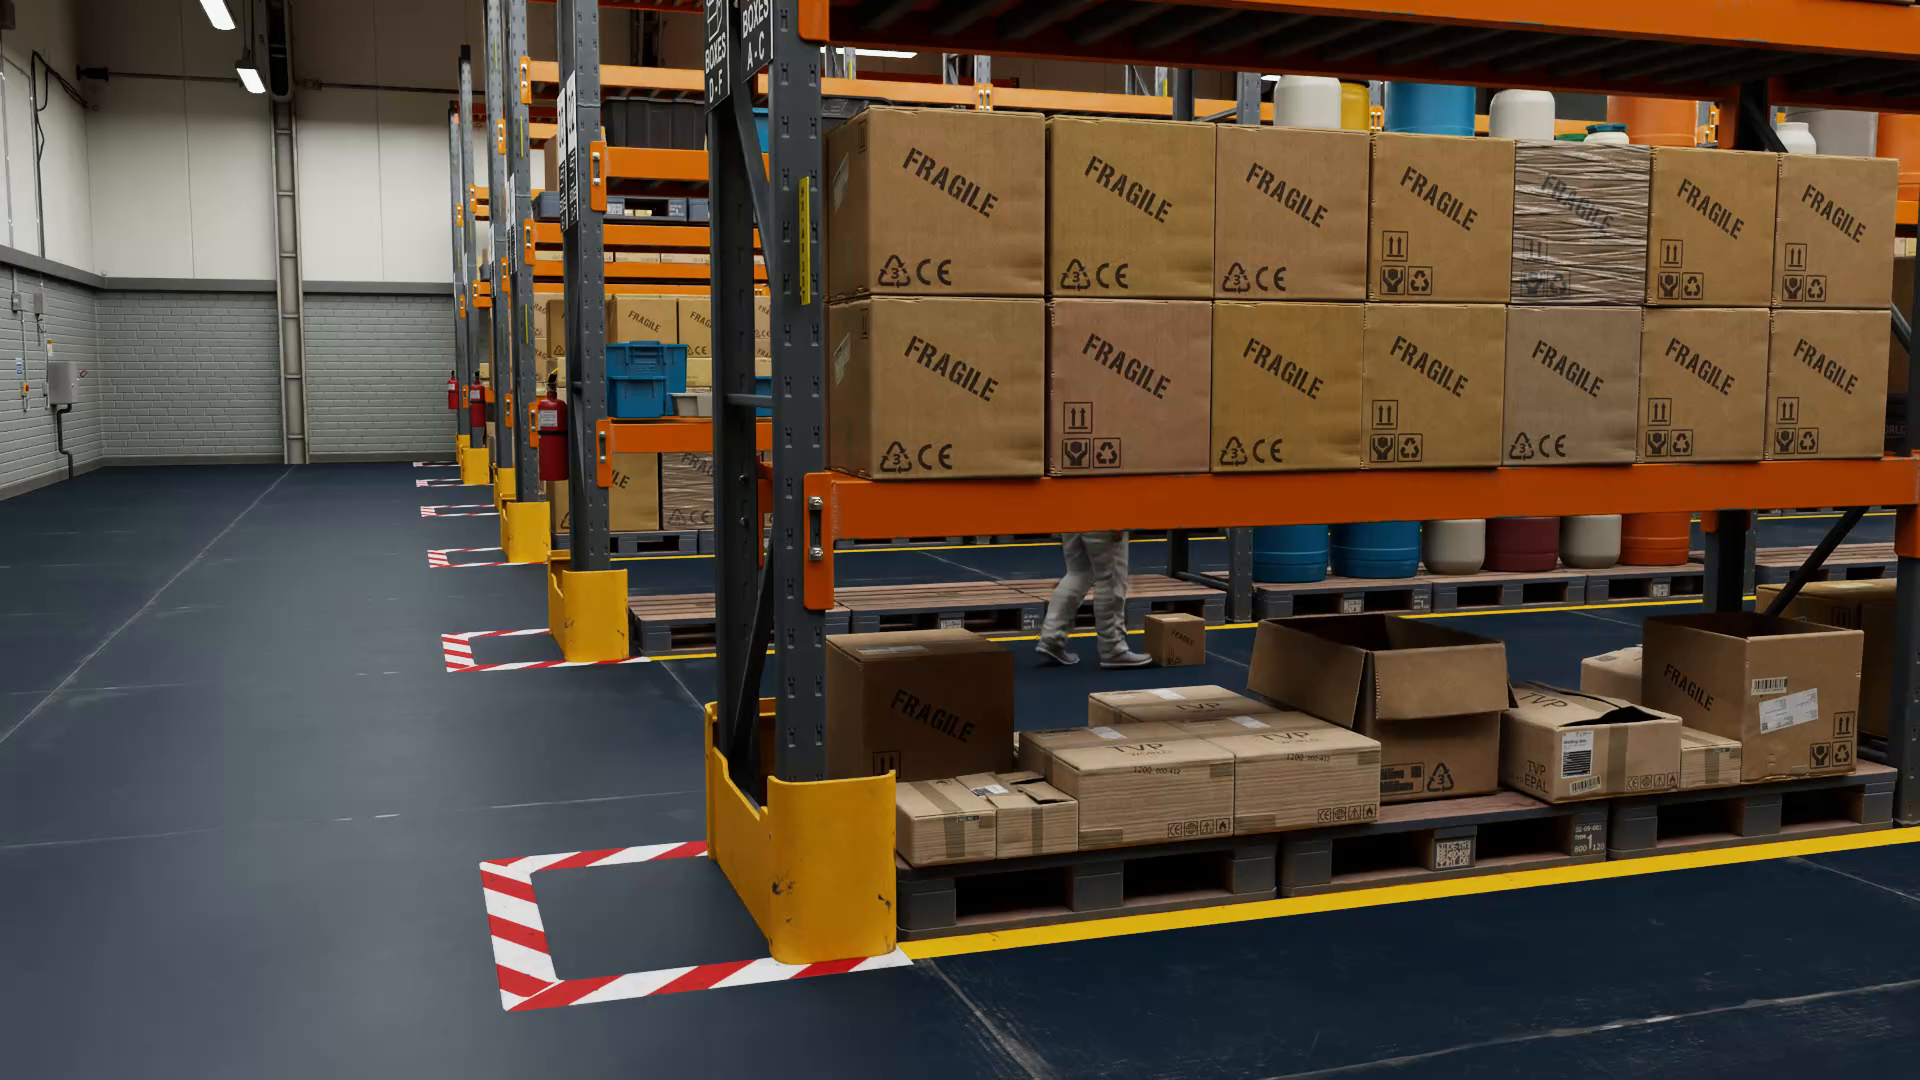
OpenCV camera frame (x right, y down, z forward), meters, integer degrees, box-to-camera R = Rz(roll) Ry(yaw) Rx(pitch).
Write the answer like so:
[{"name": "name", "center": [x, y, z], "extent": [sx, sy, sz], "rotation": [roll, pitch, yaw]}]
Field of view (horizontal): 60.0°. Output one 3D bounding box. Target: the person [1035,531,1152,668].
[{"name": "person", "center": [0.729, -0.135, 8.904], "extent": [0.596, 1.685, 0.488], "rotation": [-2, 6, -18]}]
